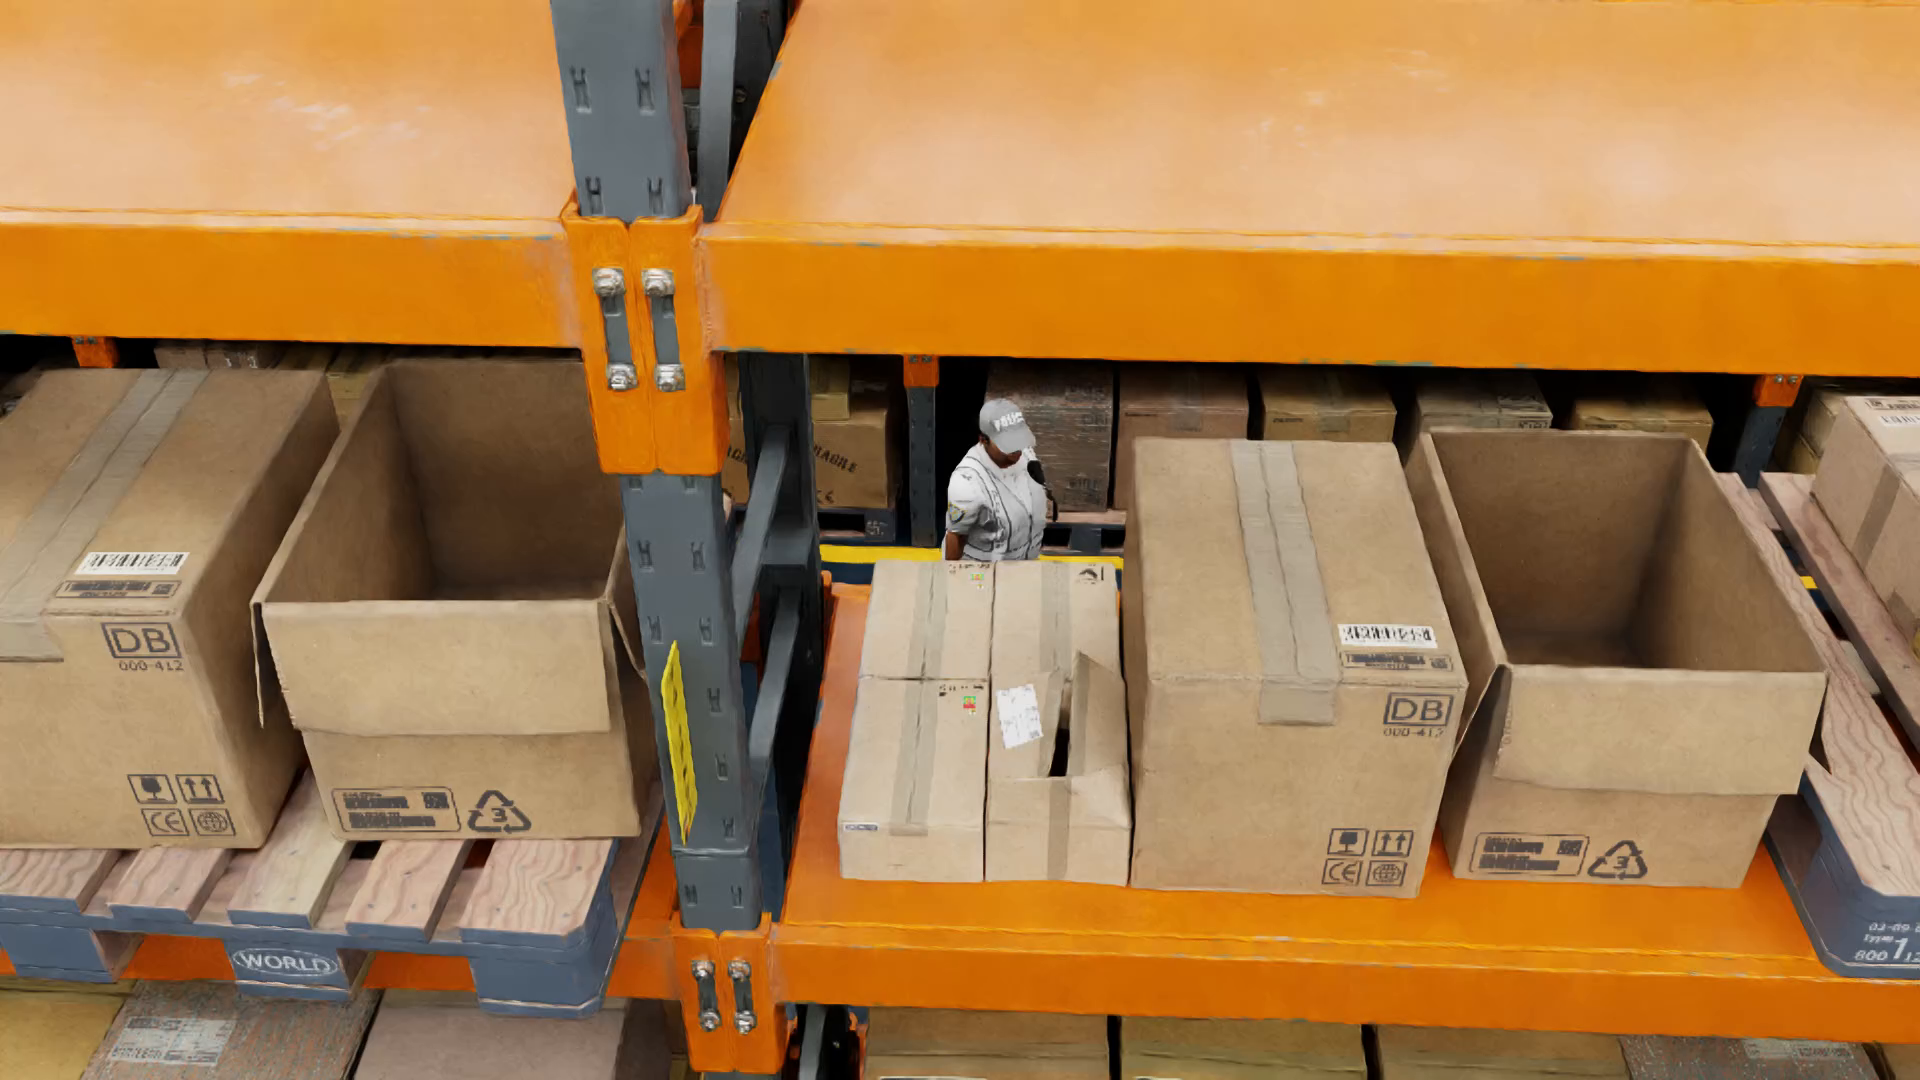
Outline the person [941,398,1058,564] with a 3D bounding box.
[{"bbox_3d":[0.111,0.066,7.023,0.582,1.655,0.547,25,43,31],"label":"person"}]
